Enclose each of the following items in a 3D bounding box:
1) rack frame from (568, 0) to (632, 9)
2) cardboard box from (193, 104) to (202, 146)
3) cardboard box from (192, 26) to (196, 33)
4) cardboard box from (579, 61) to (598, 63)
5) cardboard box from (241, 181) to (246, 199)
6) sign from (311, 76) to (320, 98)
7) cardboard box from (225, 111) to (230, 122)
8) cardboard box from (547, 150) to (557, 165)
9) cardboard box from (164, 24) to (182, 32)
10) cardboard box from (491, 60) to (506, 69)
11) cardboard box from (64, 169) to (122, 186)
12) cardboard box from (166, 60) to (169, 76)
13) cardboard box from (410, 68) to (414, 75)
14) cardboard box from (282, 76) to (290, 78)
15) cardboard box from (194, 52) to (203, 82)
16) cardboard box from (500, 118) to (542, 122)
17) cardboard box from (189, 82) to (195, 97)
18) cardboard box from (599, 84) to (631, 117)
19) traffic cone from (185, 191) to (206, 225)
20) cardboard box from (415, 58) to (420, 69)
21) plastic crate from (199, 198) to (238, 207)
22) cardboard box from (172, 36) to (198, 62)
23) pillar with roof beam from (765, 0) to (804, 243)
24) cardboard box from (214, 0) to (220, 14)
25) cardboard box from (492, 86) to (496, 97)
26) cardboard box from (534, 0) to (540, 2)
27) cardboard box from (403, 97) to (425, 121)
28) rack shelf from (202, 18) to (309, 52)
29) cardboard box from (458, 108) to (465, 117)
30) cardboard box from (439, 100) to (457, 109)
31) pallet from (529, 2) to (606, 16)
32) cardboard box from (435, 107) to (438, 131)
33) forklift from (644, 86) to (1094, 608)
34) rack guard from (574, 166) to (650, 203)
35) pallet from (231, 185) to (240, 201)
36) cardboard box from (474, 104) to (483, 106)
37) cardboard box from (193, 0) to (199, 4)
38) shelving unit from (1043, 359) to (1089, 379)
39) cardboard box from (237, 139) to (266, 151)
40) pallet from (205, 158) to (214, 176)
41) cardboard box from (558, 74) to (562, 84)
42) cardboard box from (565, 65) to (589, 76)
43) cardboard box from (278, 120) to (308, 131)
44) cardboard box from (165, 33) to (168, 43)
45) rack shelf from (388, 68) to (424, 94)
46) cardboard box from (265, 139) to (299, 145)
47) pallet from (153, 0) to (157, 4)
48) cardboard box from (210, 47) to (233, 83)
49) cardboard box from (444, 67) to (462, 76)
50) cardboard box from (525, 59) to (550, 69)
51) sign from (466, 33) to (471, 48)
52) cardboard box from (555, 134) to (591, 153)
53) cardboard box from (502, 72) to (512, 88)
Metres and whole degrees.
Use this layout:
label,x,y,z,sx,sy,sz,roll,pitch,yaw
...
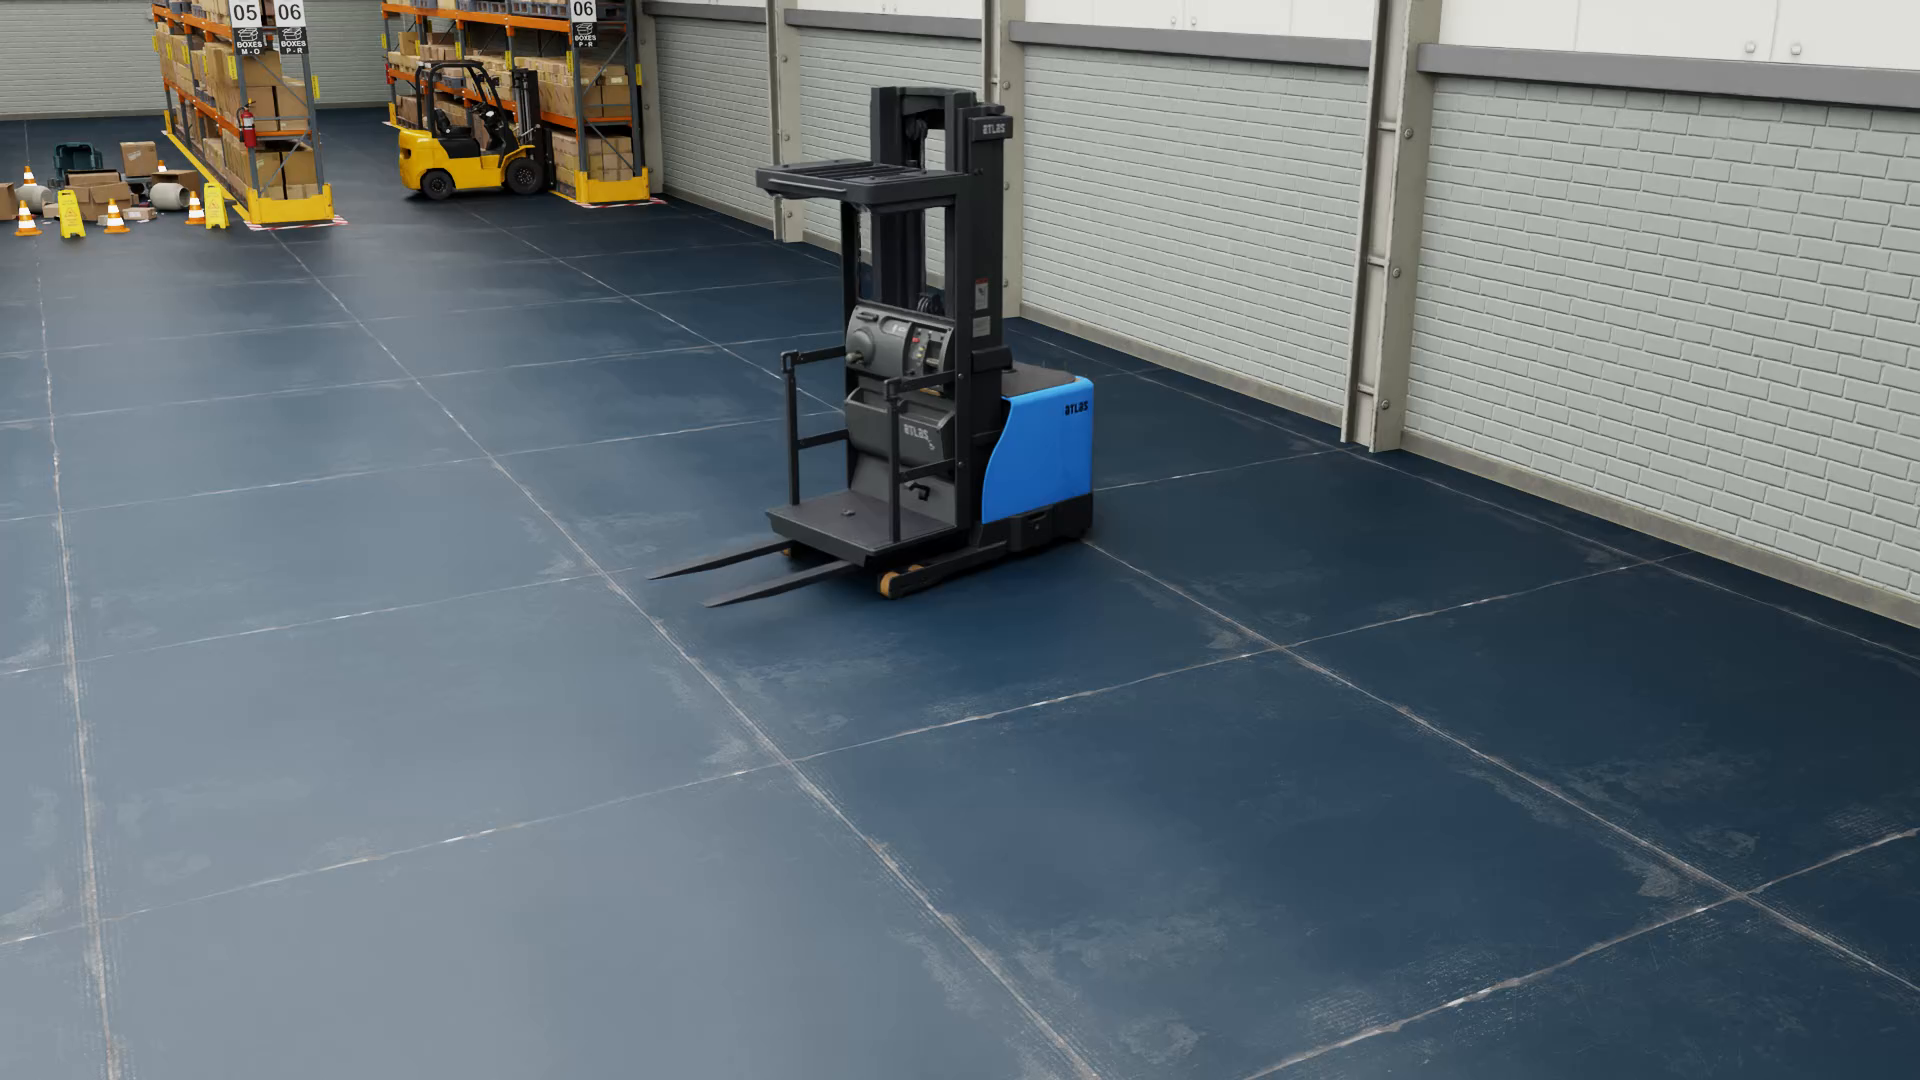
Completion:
label,x,y,z,sx,sy,sz,roll,pitch,yaw
rack frame,-5.706,-9.851,25.883,1.000,3.000,0.127,-10,21,-27
cardboard box,-14.970,-8.460,33.664,0.875,0.875,0.875,-9,21,-25
cardboard box,-15.987,-10.785,35.108,0.380,0.149,0.250,-10,22,-27
cardboard box,-6.387,-8.087,28.366,0.380,0.149,0.250,-10,21,-26
cardboard box,-10.932,-5.484,25.997,0.500,0.250,0.500,-10,21,-26
sign,-9.595,-6.738,24.733,0.100,0.325,0.005,-10,21,-27
cardboard box,-11.505,-6.766,26.525,0.380,0.149,0.250,-10,21,-26
cardboard box,-6.704,-6.532,28.267,0.500,0.250,0.500,-11,22,-28
cardboard box,-16.878,-11.000,35.732,0.380,0.149,0.250,-10,21,-27
cardboard box,-8.596,-8.943,31.302,0.380,0.149,0.250,-10,21,-26
cardboard box,-13.586,-5.508,26.115,0.797,0.637,0.503,-10,21,-27
cardboard box,-16.952,-10.272,36.148,0.500,0.500,0.500,-9,21,-25
cardboard box,-12.312,-10.684,37.880,0.380,0.149,0.250,-10,22,-27
cardboard box,-11.041,-7.197,26.781,0.500,0.500,0.500,-9,21,-25
cardboard box,-13.608,-8.614,30.244,0.500,0.500,0.500,-9,21,-24
cardboard box,-8.583,-7.827,32.211,0.875,0.625,0.625,-11,22,-29
cardboard box,-14.340,-8.576,31.615,0.500,0.250,0.500,-11,22,-29
cardboard box,-5.697,-7.247,27.382,0.500,0.500,0.500,-9,21,-25
traffic cone,-11.412,-4.969,24.823,0.336,0.463,0.334,-10,21,-27
cardboard box,-11.861,-10.638,37.135,0.500,0.250,0.500,-9,21,-25
plastic crate,-11.948,-5.435,26.760,0.583,0.080,0.402,16,25,39
cardboard box,-15.549,-9.897,33.529,0.500,0.500,0.500,-10,21,-27
pillar with roof beam,-6.183,-7.801,19.943,9.100,9.000,0.400,-10,21,-27
cardboard box,-11.041,-8.131,25.271,0.500,0.250,0.500,-9,21,-25
cardboard box,-8.527,-8.487,31.359,0.500,0.250,0.500,-10,21,-26
cardboard box,-6.773,-9.300,27.931,0.797,0.503,0.637,-9,21,-25
cardboard box,-12.725,-10.183,39.232,0.700,0.500,0.500,-9,21,-24
rack shelf,-11.022,-7.897,25.923,1.077,0.370,4.000,-10,21,-27
cardboard box,-10.119,-8.811,34.261,0.380,0.149,0.250,-11,22,-29
cardboard box,-11.136,-9.500,36.257,0.380,0.149,0.250,-11,22,-29
pallet,-6.602,-8.949,28.003,1.003,0.211,1.213,-10,21,-27
cardboard box,-11.372,-9.303,36.681,0.500,0.500,0.500,-9,21,-24
forklift,-0.533,-1.214,10.157,3.031,2.935,1.130,-17,25,-40
rack guard,-5.694,-5.826,27.250,1.175,0.500,0.348,-10,21,-27
pallet,-11.622,-5.888,27.870,1.003,0.211,1.213,-10,21,-27
cardboard box,-10.139,-9.196,35.376,0.380,0.149,0.250,-10,21,-26
cardboard box,-13.430,-9.733,29.988,0.700,0.500,0.500,-10,21,-27
shelving unit,0.698,-0.708,11.553,0.215,1.050,0.252,-8,20,-35
cardboard box,-10.916,-6.089,25.607,0.380,0.149,0.250,-9,21,-25
pallet,-13.501,-6.999,31.090,1.003,0.211,1.213,-10,21,-27
cardboard box,-6.442,-7.651,27.556,0.380,0.149,0.250,-10,21,-27
cardboard box,-6.206,-7.646,27.086,0.380,0.149,0.250,-10,21,-27
cardboard box,-10.051,-6.256,25.047,0.380,0.149,0.250,-10,21,-26
cardboard box,-16.472,-10.449,35.129,0.500,0.500,0.500,-10,22,-27
rack shelf,-12.354,-10.694,38.626,1.077,0.370,4.000,-10,21,-27
cardboard box,-10.968,-6.226,26.998,0.500,0.500,0.500,-9,21,-24
pallet,-17.309,-12.003,36.854,1.003,0.211,1.213,-10,21,-27
cardboard box,-11.074,-7.295,25.532,0.700,0.500,0.500,-10,22,-27
cardboard box,-10.290,-9.692,34.206,0.500,0.250,0.500,-11,22,-29
cardboard box,-7.350,-8.297,28.975,0.380,0.149,0.250,-9,21,-25
sign,-10.917,-11.094,36.908,0.100,0.325,0.005,-10,21,-27
cardboard box,-6.447,-6.616,27.744,0.500,0.250,0.500,-10,21,-26
cardboard box,-8.063,-8.430,30.426,0.500,0.250,0.500,-10,22,-28
